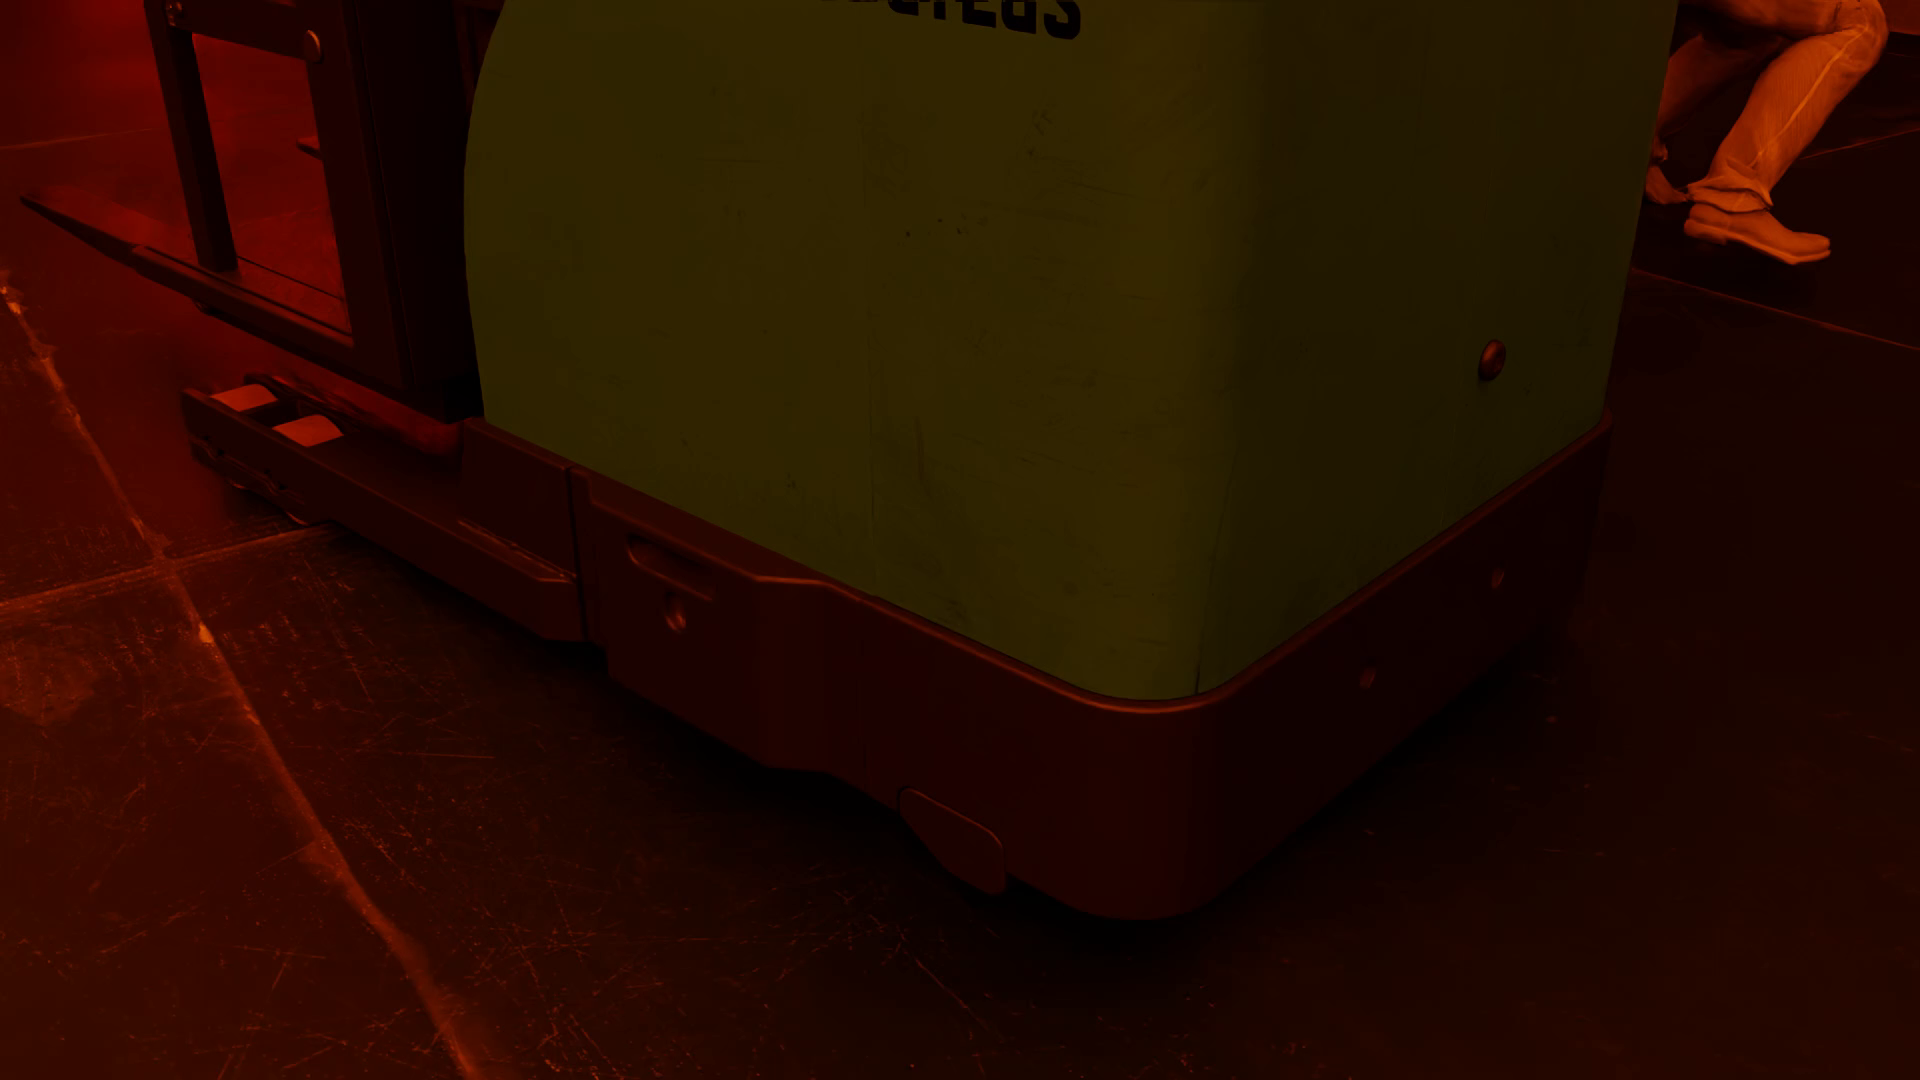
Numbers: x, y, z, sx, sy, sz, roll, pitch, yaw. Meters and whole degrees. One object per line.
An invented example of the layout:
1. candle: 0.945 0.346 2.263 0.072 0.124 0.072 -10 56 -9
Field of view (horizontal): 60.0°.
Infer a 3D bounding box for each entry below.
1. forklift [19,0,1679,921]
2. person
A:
1. forklift: -0.595 -1.487 2.195 3.031 2.935 1.130 22 34 37
2. person: 1.777 -1.346 3.578 0.863 1.520 0.872 4 27 7
